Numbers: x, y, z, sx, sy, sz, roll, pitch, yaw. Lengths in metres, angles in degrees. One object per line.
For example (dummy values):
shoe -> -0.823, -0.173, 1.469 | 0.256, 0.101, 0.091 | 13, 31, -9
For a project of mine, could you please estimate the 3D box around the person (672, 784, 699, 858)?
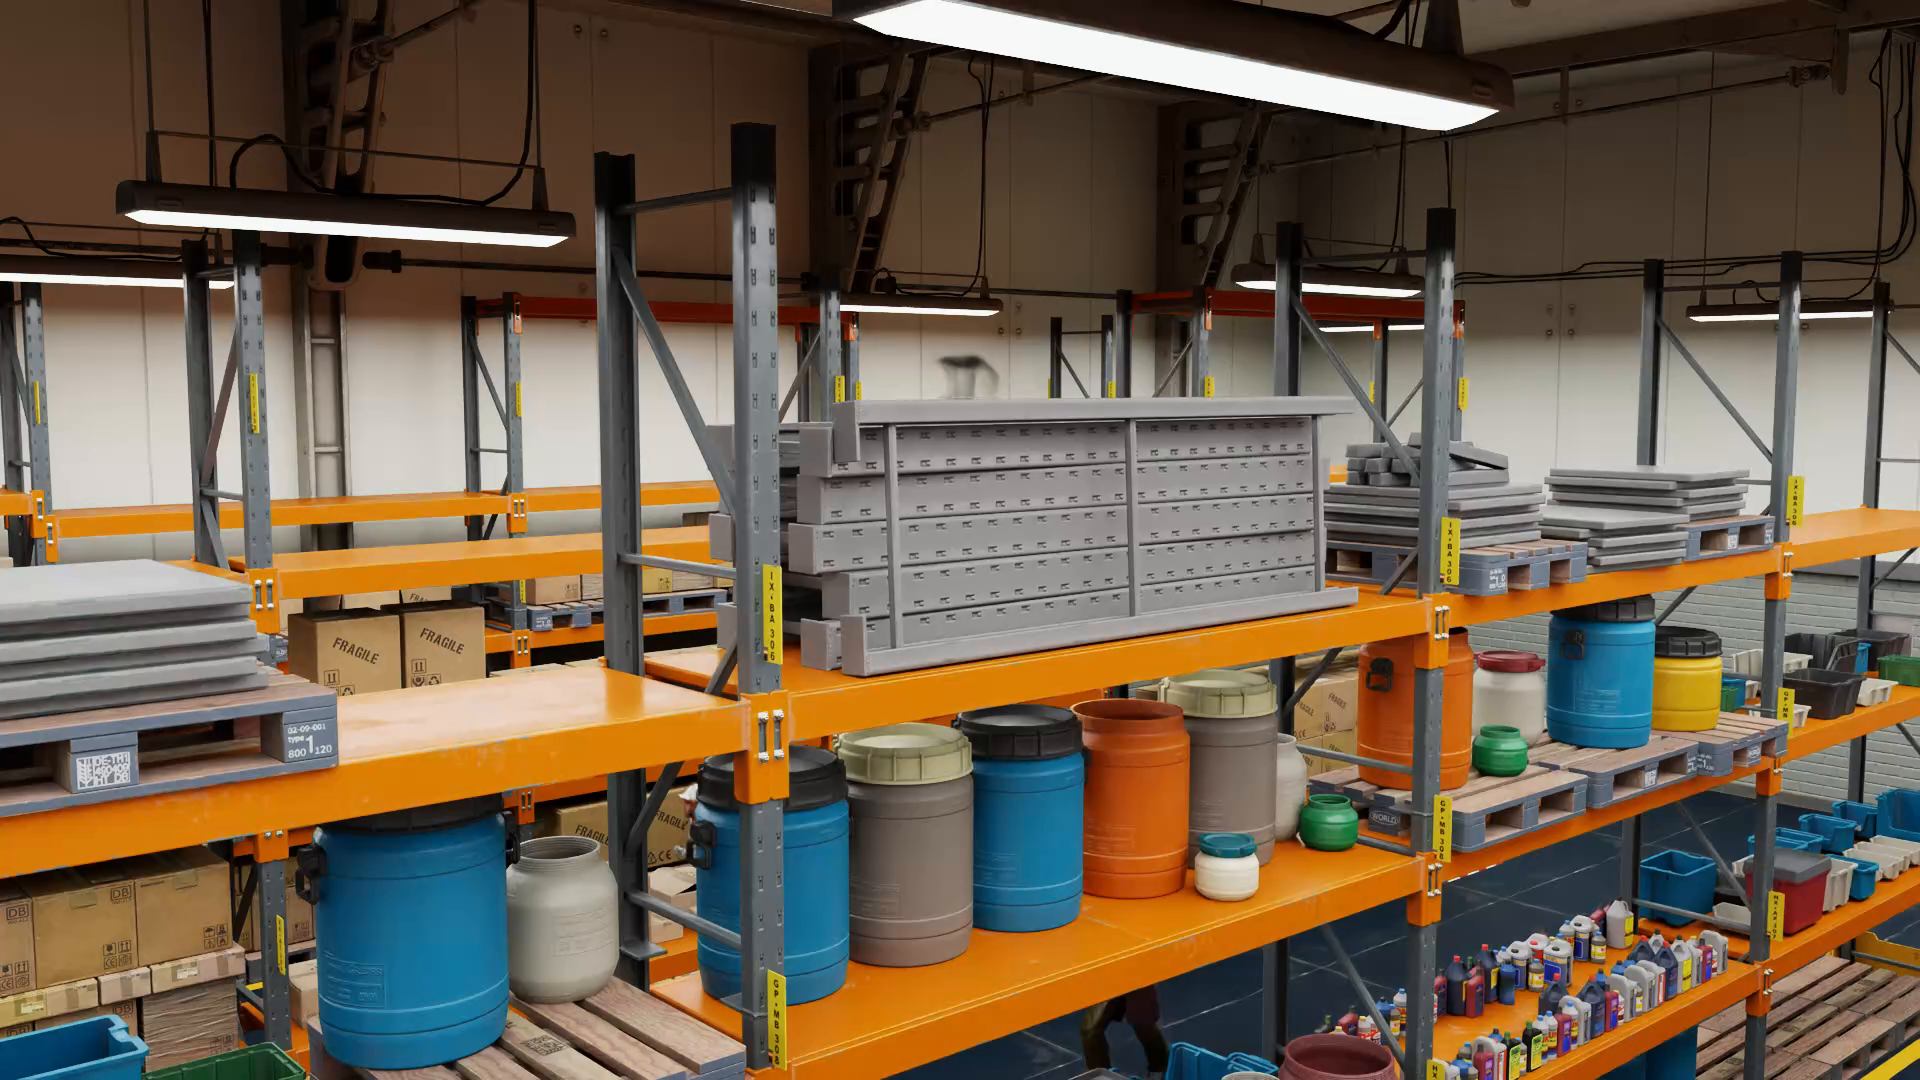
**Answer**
person -> -2.153, 2.926, 14.418 | 0.884, 1.700, 0.643 | -5, 7, -43

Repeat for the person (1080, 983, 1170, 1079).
person -> 1.206, 3.191, 11.804 | 0.697, 1.793, 1.034 | 4, 7, 37
